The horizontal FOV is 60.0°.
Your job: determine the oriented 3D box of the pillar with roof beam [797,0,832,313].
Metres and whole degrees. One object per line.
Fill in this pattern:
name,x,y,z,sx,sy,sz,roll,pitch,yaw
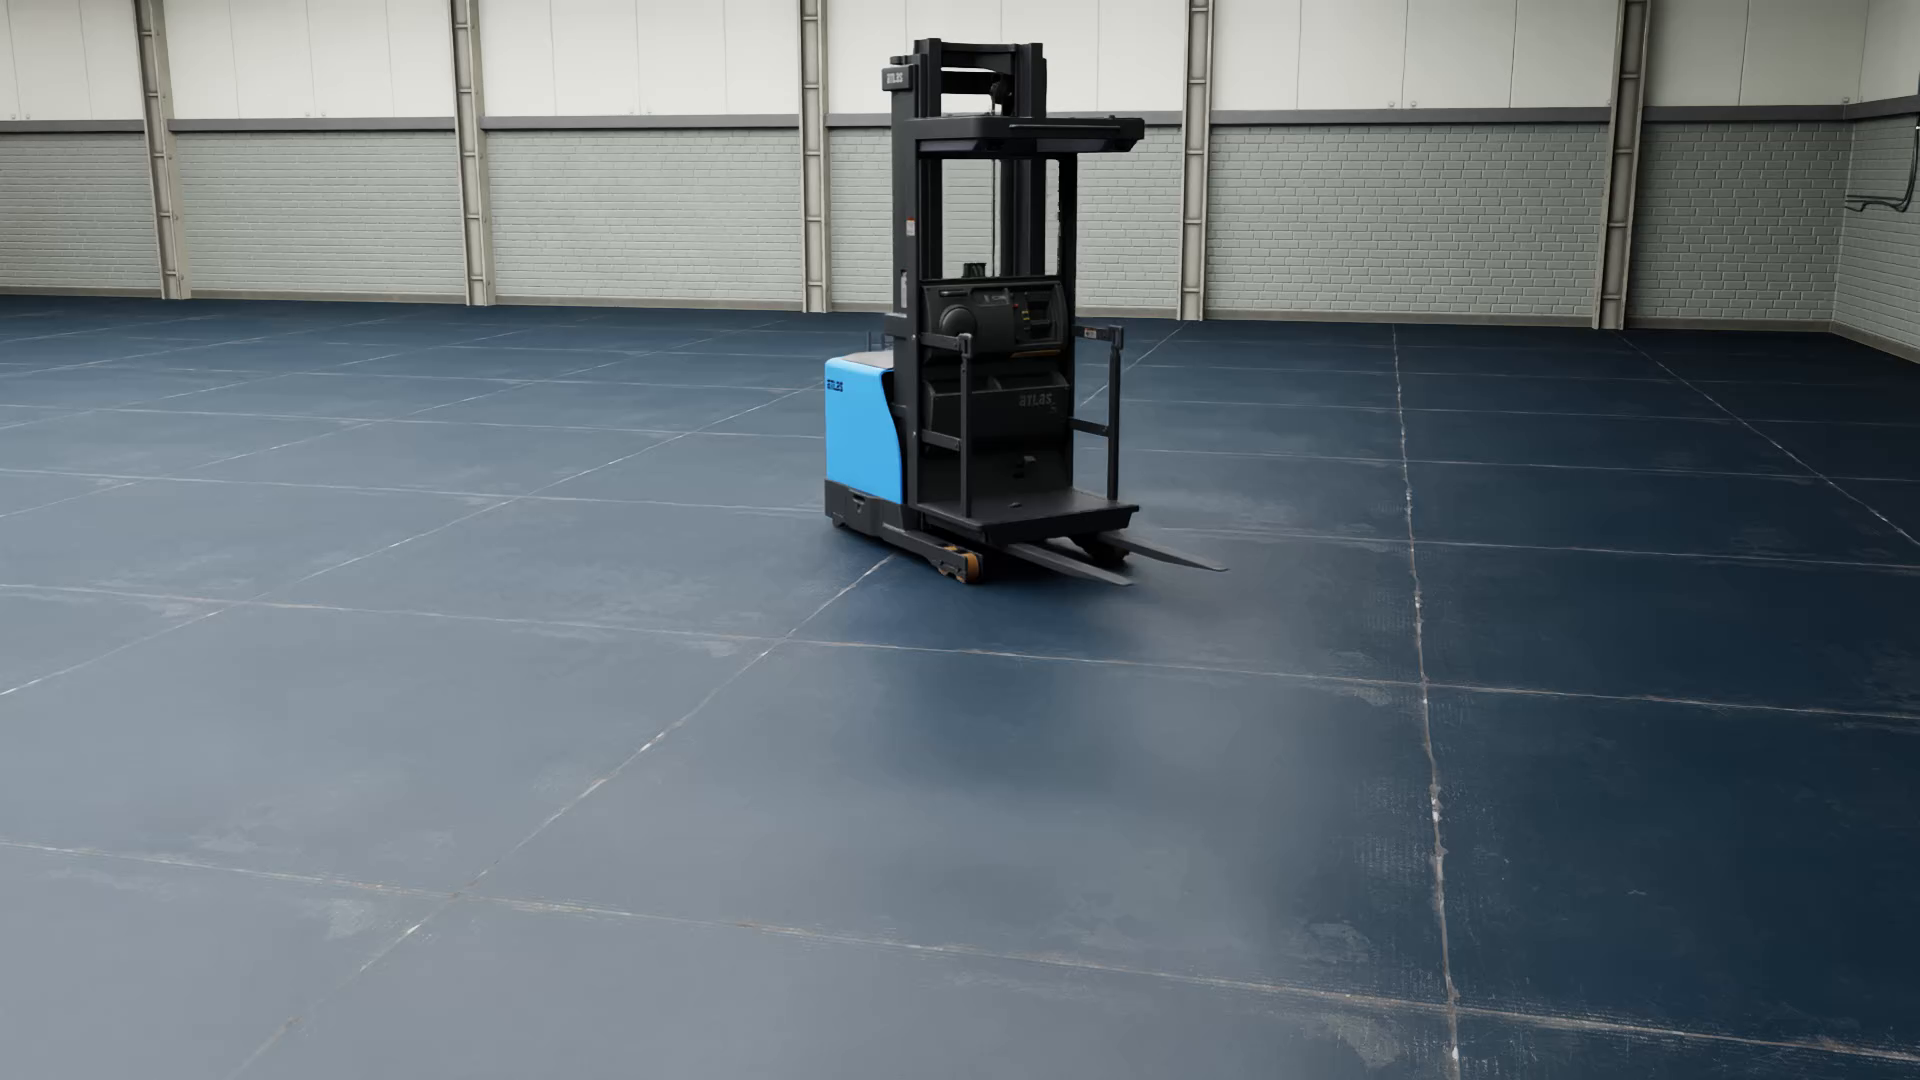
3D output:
pillar with roof beam,-3.329,-7.169,21.769,0.400,9.000,9.100,3,13,14

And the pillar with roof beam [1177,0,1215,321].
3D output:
pillar with roof beam,2.496,-6.857,20.366,0.400,9.000,9.100,3,13,14

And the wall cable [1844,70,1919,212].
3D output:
wall cable,11.896,-5.504,21.437,0.112,2.526,3.097,3,13,14

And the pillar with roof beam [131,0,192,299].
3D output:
pillar with roof beam,-14.980,-7.792,24.576,0.400,9.000,9.100,3,13,14

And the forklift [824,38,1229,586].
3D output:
forklift,0.322,-1.309,9.368,1.130,2.935,3.031,-7,14,-30

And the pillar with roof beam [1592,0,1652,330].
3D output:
pillar with roof beam,8.321,-6.546,18.962,0.400,9.000,9.100,3,13,14

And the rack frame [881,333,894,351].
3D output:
rack frame,-0.403,-0.754,10.862,0.240,1.200,0.006,-7,14,-30

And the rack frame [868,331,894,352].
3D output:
rack frame,-0.497,-0.788,11.016,0.240,1.200,0.006,-7,14,-30

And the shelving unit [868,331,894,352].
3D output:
shelving unit,-0.450,-0.771,10.939,0.258,1.200,0.189,-7,14,-30

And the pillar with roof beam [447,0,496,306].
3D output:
pillar with roof beam,-9.154,-7.480,23.173,0.400,9.000,9.100,3,13,14
